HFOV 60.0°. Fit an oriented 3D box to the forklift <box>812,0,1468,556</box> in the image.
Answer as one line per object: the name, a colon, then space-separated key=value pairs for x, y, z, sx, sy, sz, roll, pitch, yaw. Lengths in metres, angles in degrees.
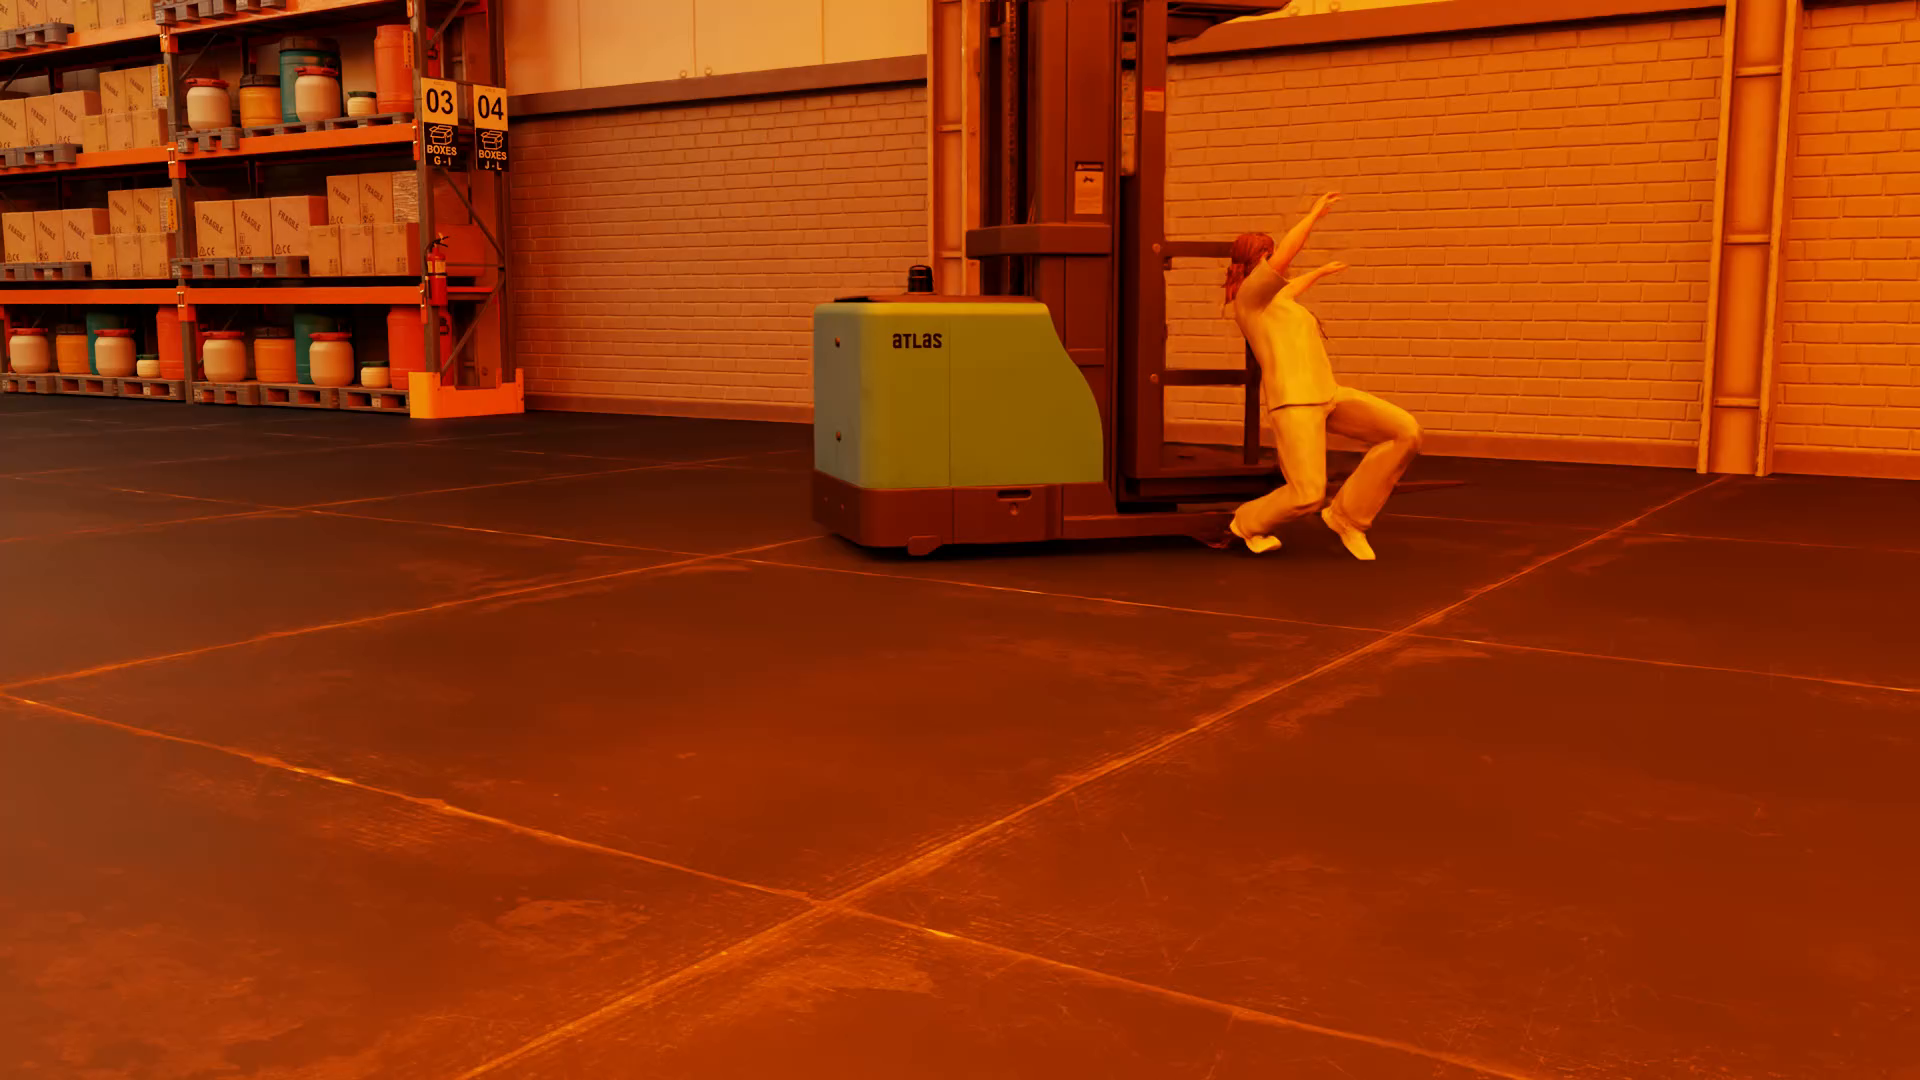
forklift: x=0.887 y=-1.481 z=7.610 sx=3.031 sy=2.935 sz=1.130 roll=-3 pitch=9 yaw=-18

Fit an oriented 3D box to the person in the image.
person: x=1.611 y=-0.689 z=7.089 sx=0.810 sy=1.540 sz=0.984 roll=7 pitch=10 yaw=39
